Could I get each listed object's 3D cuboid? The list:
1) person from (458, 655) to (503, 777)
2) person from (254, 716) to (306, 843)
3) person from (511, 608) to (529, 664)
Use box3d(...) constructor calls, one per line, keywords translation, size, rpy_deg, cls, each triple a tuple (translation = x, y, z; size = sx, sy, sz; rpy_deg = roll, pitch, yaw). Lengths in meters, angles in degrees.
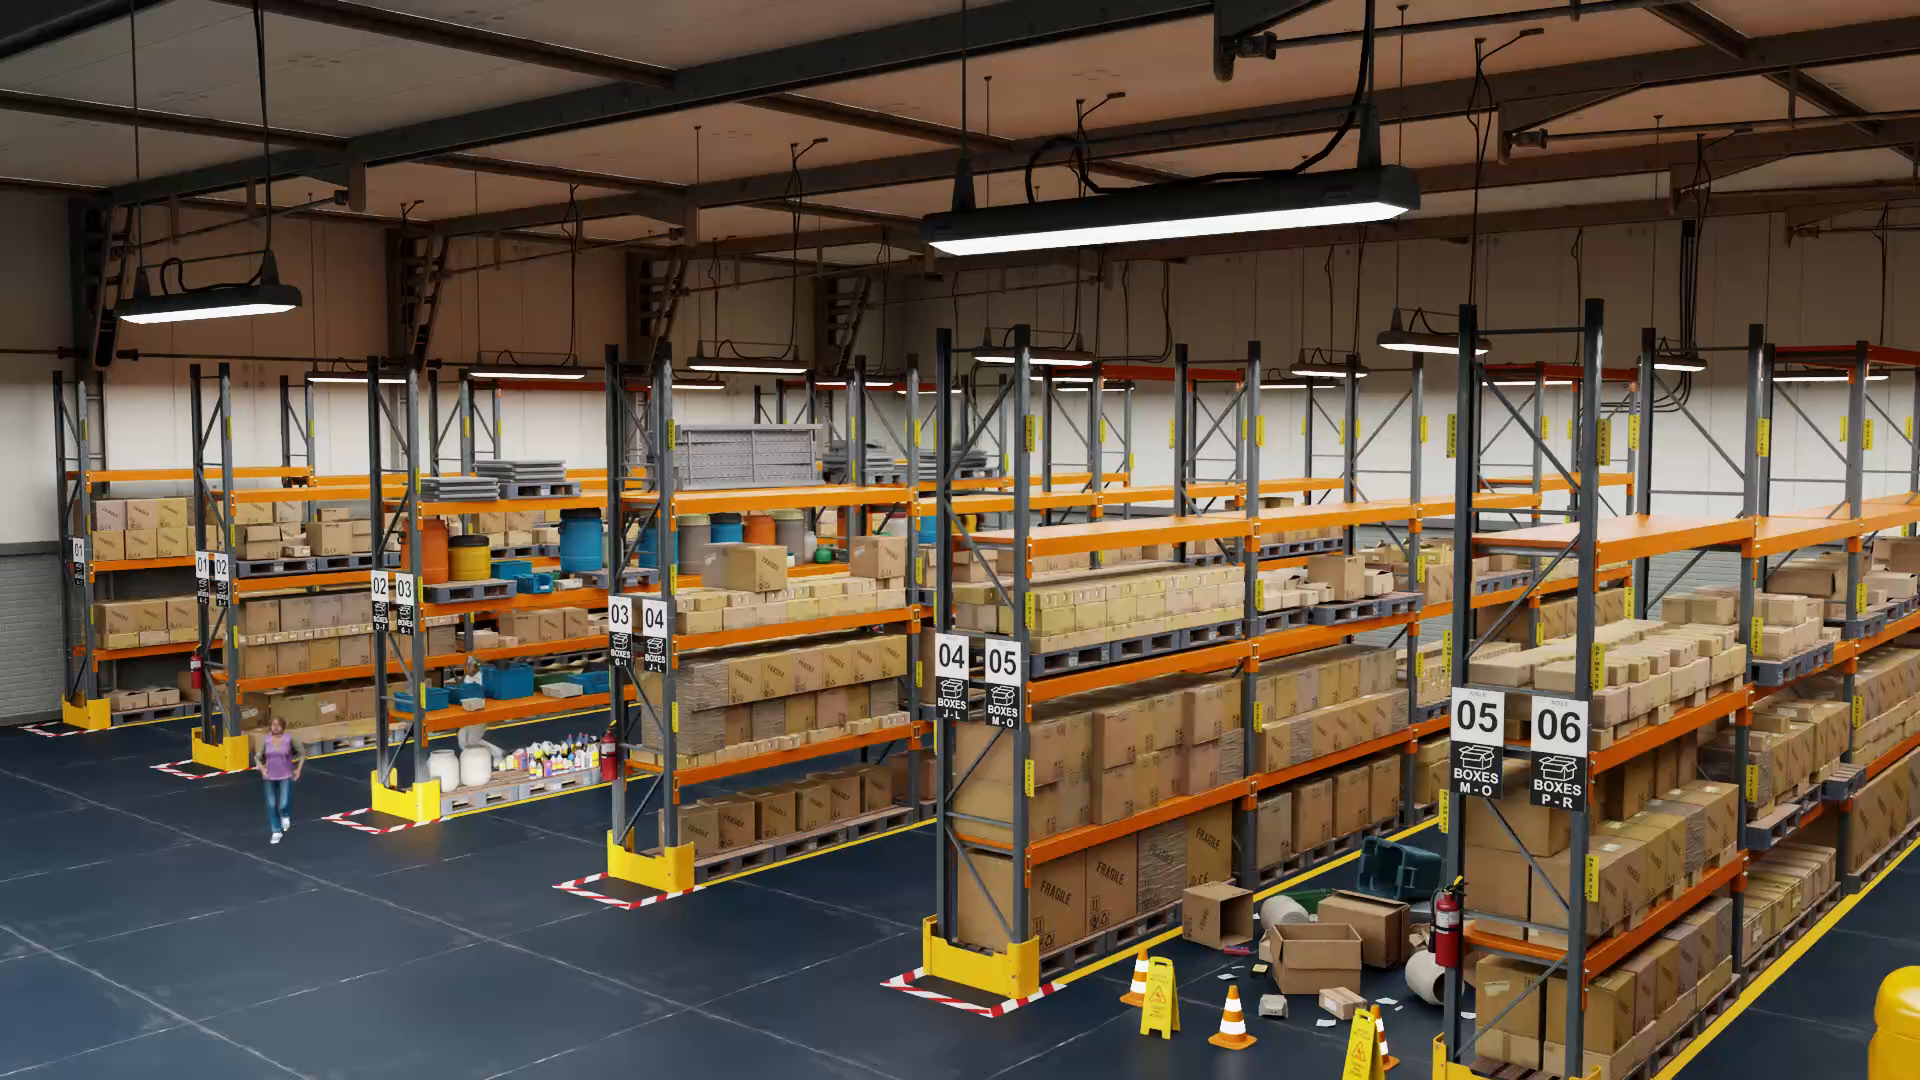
box3d(translation=(-7.039, 2.544, 24.270), size=(0.672, 1.762, 0.641), rpy_deg=(3, 5, 39), cls="person")
box3d(translation=(-8.341, 2.928, 20.403), size=(0.587, 1.565, 0.579), rpy_deg=(-1, 4, -15), cls="person")
box3d(translation=(-8.081, 2.114, 30.691), size=(0.585, 1.739, 0.892), rpy_deg=(4, 6, 43), cls="person")
